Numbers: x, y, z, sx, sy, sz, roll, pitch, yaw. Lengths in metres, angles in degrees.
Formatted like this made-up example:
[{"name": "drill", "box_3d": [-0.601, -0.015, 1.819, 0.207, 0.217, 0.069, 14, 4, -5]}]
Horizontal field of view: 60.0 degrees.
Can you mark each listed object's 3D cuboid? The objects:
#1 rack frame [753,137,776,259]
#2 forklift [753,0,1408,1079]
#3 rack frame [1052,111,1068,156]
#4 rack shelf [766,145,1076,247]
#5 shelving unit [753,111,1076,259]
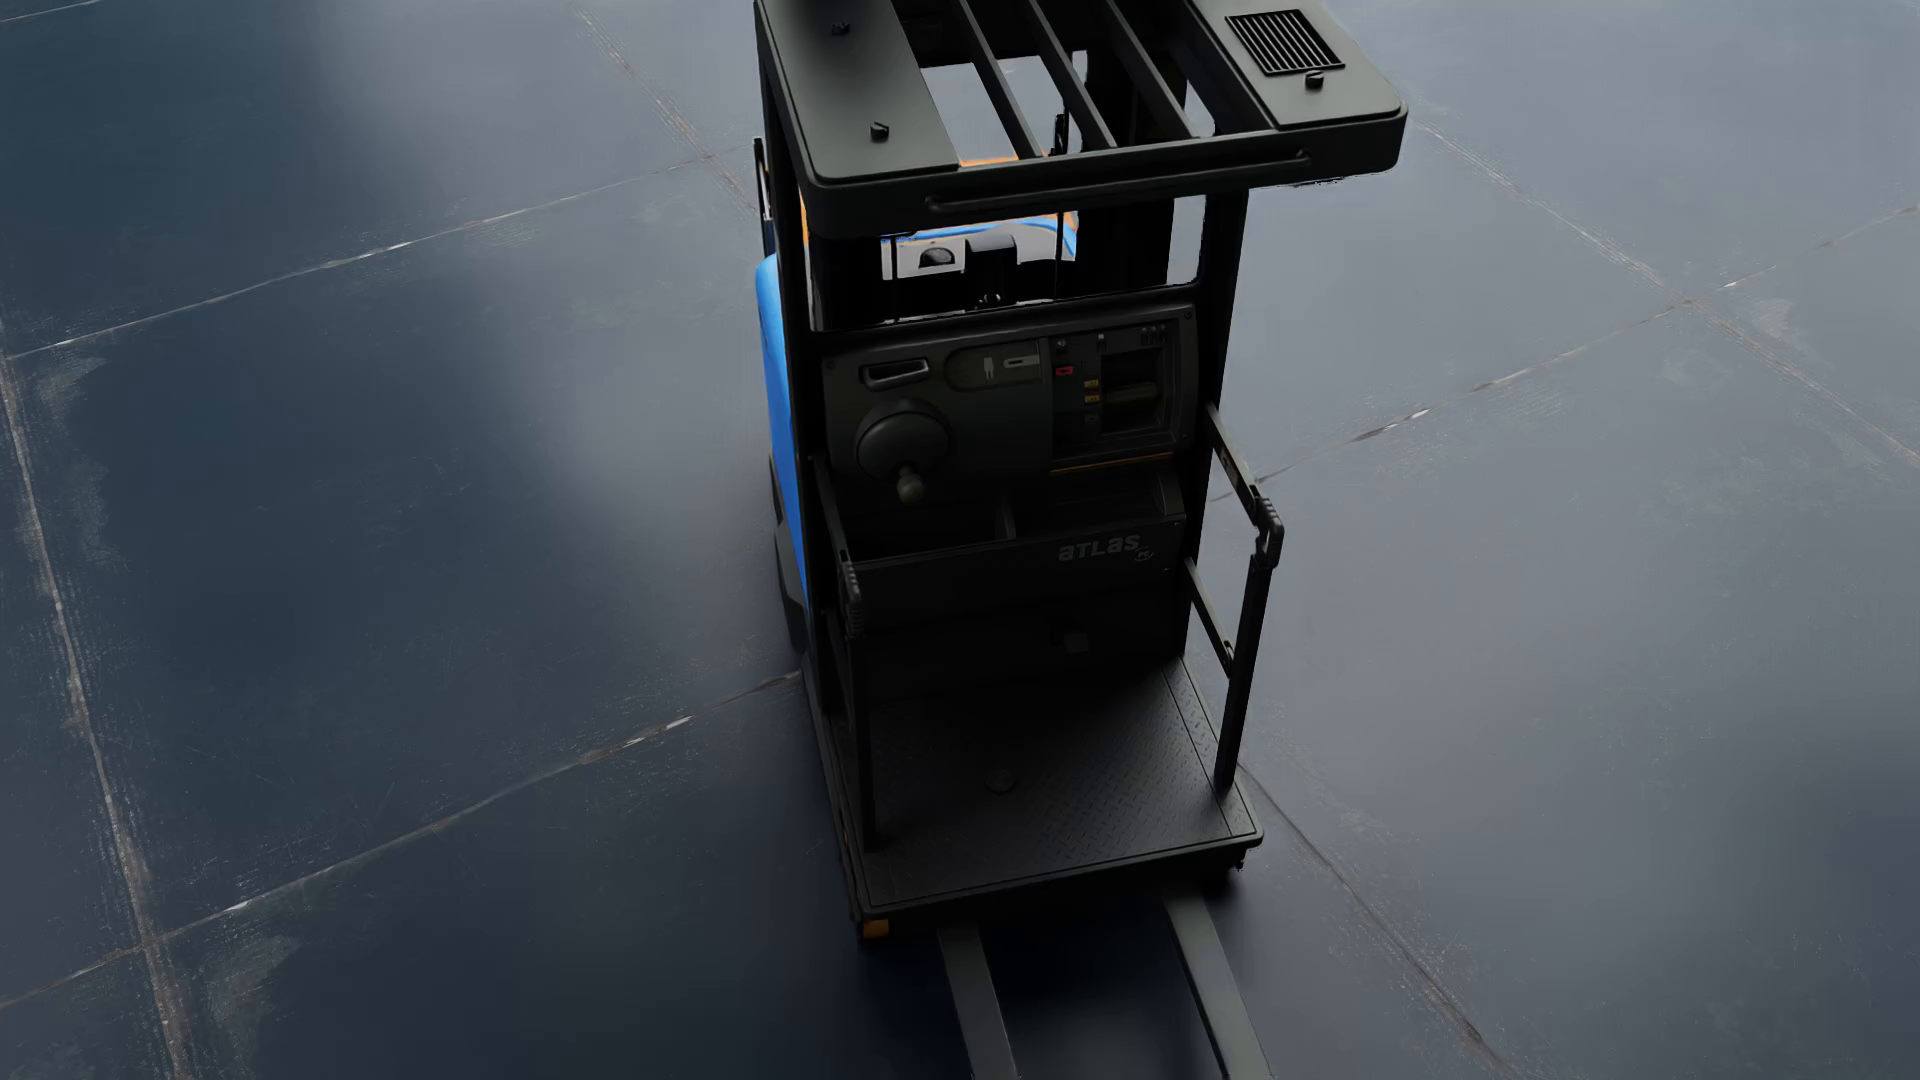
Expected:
[{"name": "rack frame", "box_3d": [-0.632, -0.761, 5.726, 0.032, 1.125, 0.500, -6, 45, -7]}, {"name": "forklift", "box_3d": [0.180, -0.244, 3.897, 1.130, 2.935, 3.031, -9, 45, -9]}, {"name": "rack frame", "box_3d": [0.372, -0.874, 5.843, 0.032, 1.125, 0.500, -6, 45, -7]}, {"name": "rack shelf", "box_3d": [-0.130, -1.027, 5.581, 1.000, 0.278, 0.538, -6, 45, -7]}, {"name": "shelving unit", "box_3d": [-0.130, -0.817, 5.784, 1.048, 1.125, 0.538, -6, 45, -7]}]
